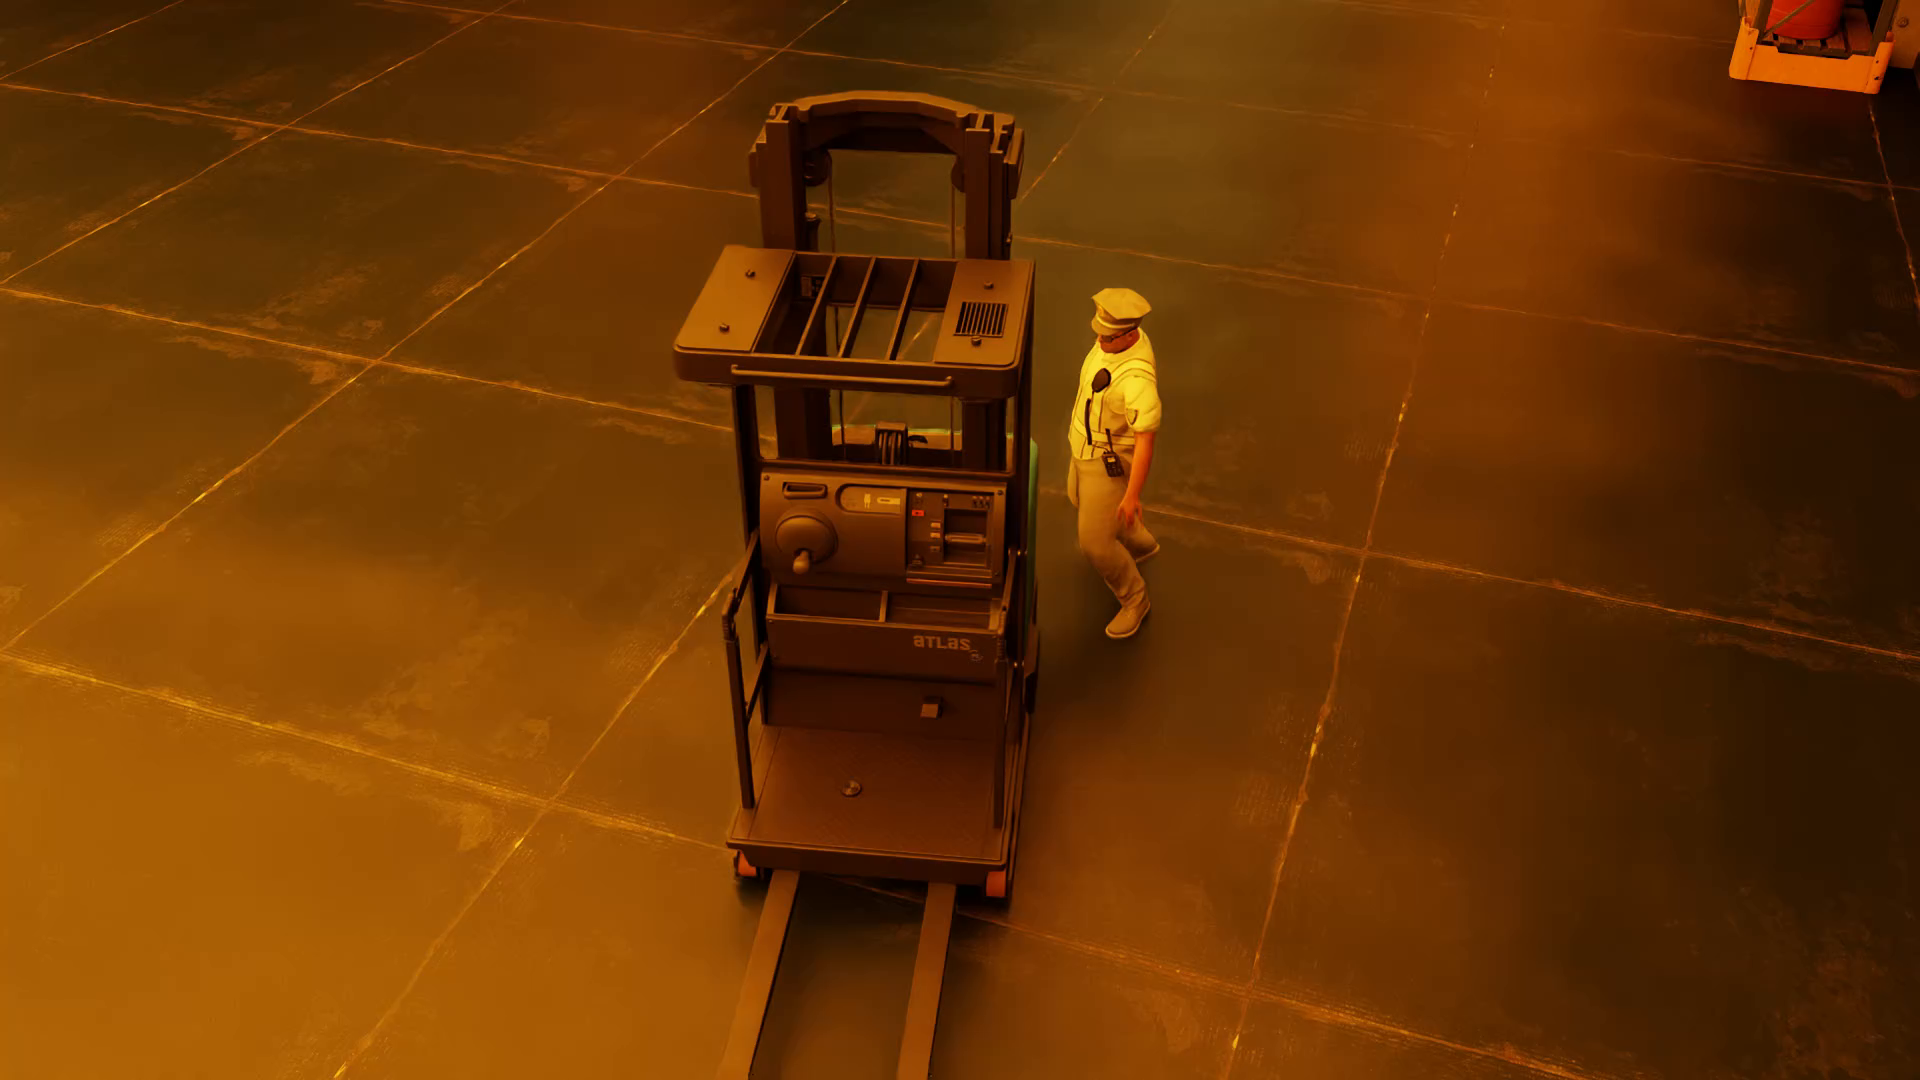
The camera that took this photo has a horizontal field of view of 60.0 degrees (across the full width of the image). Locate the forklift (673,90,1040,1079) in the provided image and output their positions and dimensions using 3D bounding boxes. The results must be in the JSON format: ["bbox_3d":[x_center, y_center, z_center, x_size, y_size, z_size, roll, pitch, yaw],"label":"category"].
[{"bbox_3d":[-0.313,0.018,6.086,1.130,2.935,3.031,4,36,5],"label":"forklift"}]
